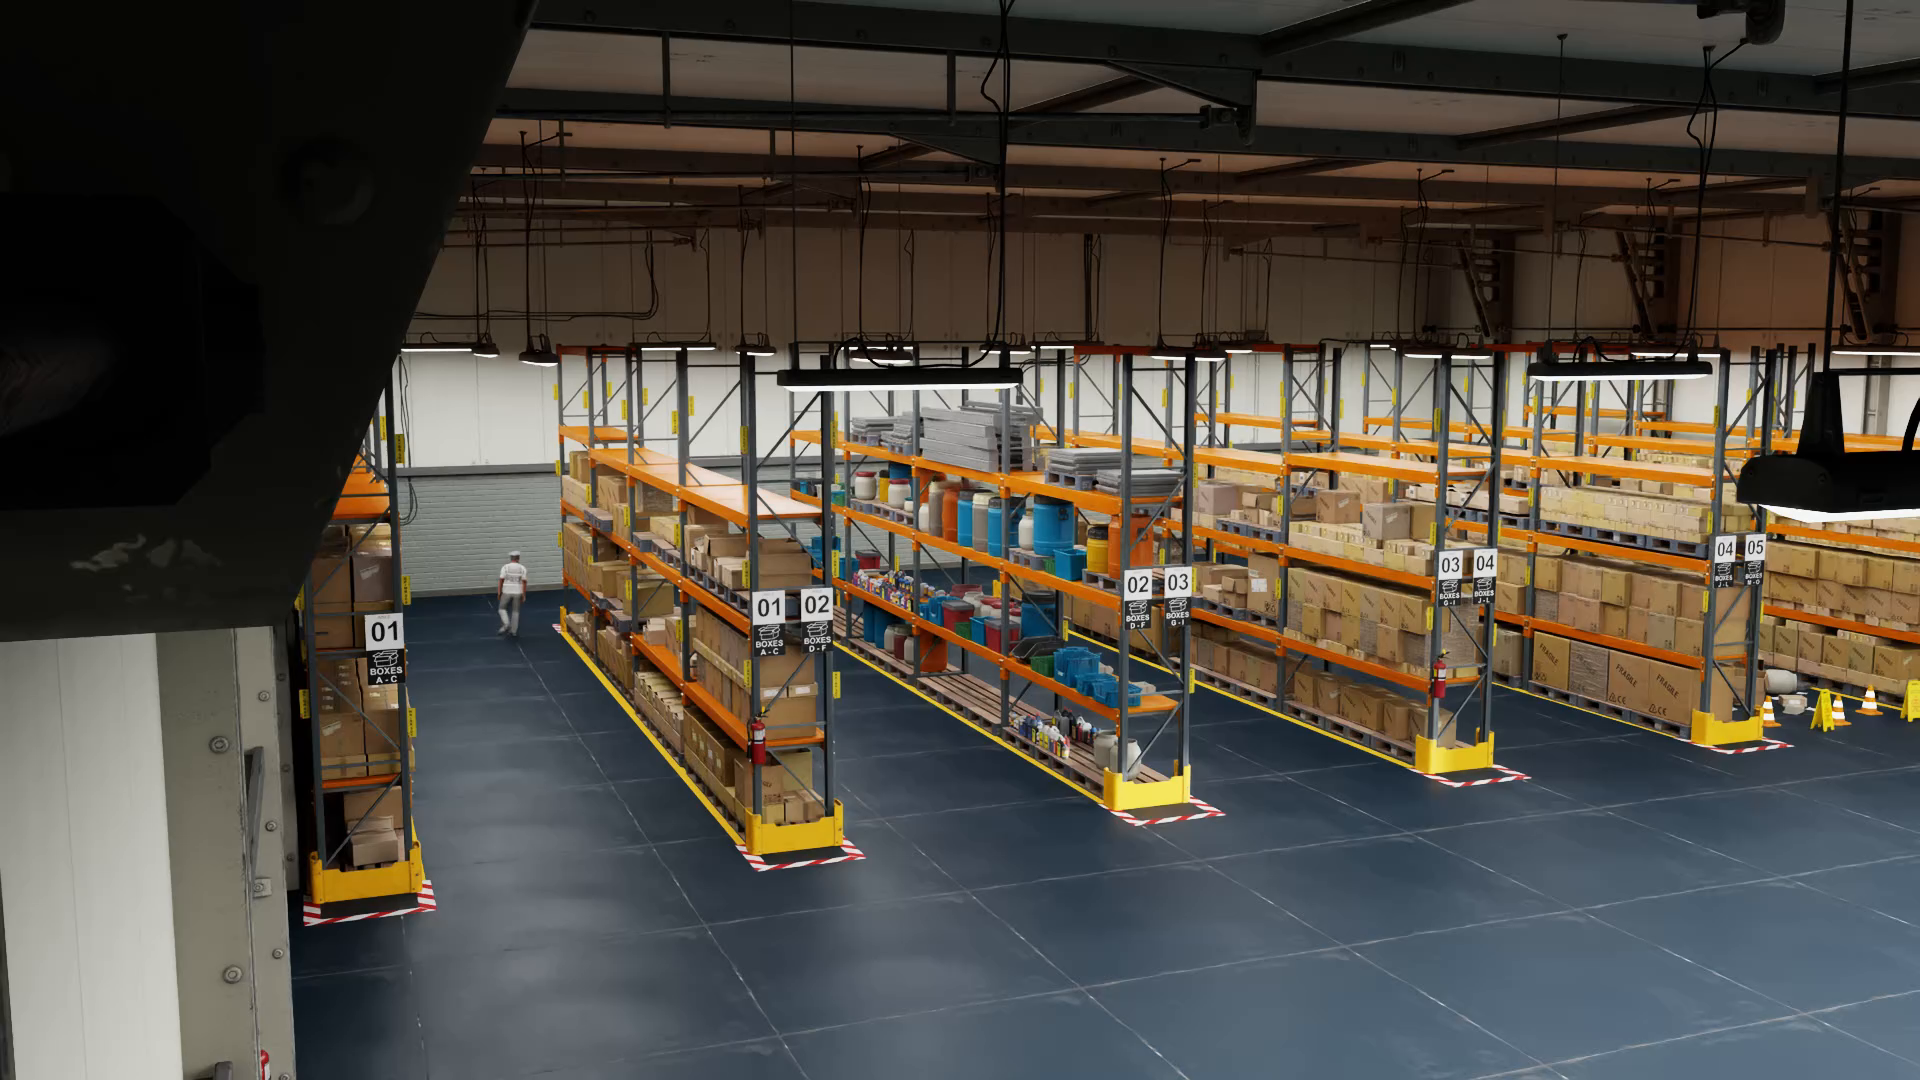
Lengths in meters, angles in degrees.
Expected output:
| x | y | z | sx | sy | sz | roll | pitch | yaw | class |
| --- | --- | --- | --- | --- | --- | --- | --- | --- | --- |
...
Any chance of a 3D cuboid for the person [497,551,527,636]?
| x | y | z | sx | sy | sz | roll | pitch | yaw | class |
| --- | --- | --- | --- | --- | --- | --- | --- | --- | --- |
| -9.222 | 1.112 | 34.203 | 0.642 | 1.759 | 0.505 | -2 | 8 | -18 | person |
